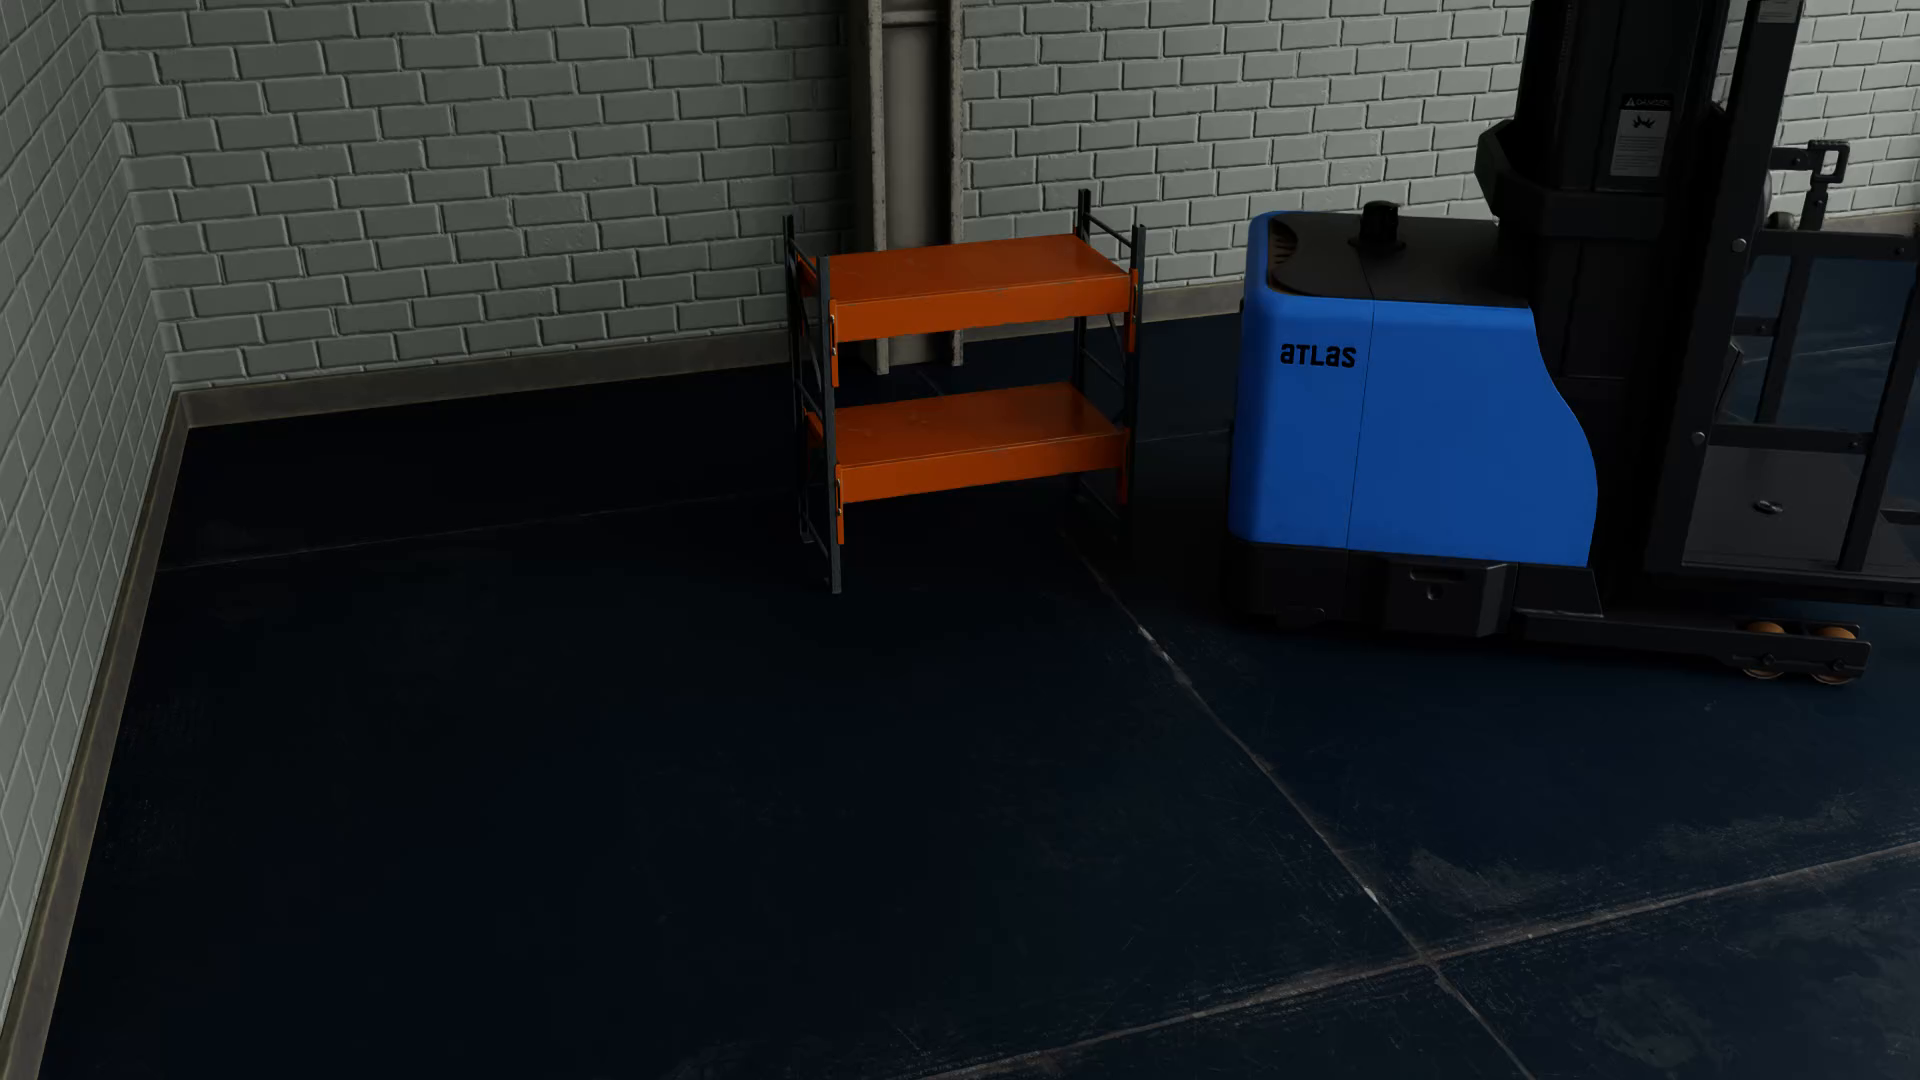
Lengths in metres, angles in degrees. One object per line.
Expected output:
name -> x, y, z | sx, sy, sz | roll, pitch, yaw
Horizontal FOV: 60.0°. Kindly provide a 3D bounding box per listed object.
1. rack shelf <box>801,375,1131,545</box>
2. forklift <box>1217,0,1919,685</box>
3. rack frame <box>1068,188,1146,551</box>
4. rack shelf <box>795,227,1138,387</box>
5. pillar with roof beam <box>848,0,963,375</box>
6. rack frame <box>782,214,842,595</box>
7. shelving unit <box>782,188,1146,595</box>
rack shelf -> 0.006, -0.286, 5.610 | 1.000, 0.278, 0.538 | -8, 28, -16
forklift -> 2.375, -1.143, 4.756 | 3.031, 2.935, 1.130 | 4, 27, 9
rack frame -> 0.490, -0.575, 5.643 | 0.032, 1.125, 0.500 | -8, 28, -16
rack shelf -> 0.006, -0.767, 5.372 | 1.000, 0.278, 0.538 | -8, 28, -16
pillar with roof beam -> 1.111, -3.016, 1.706 | 0.400, 9.000, 9.100 | -8, 28, -16
rack frame -> -0.477, -0.435, 5.361 | 0.032, 1.125, 0.500 | -8, 28, -16
shelving unit -> 0.006, -0.505, 5.502 | 1.048, 1.125, 0.538 | -8, 28, -16
